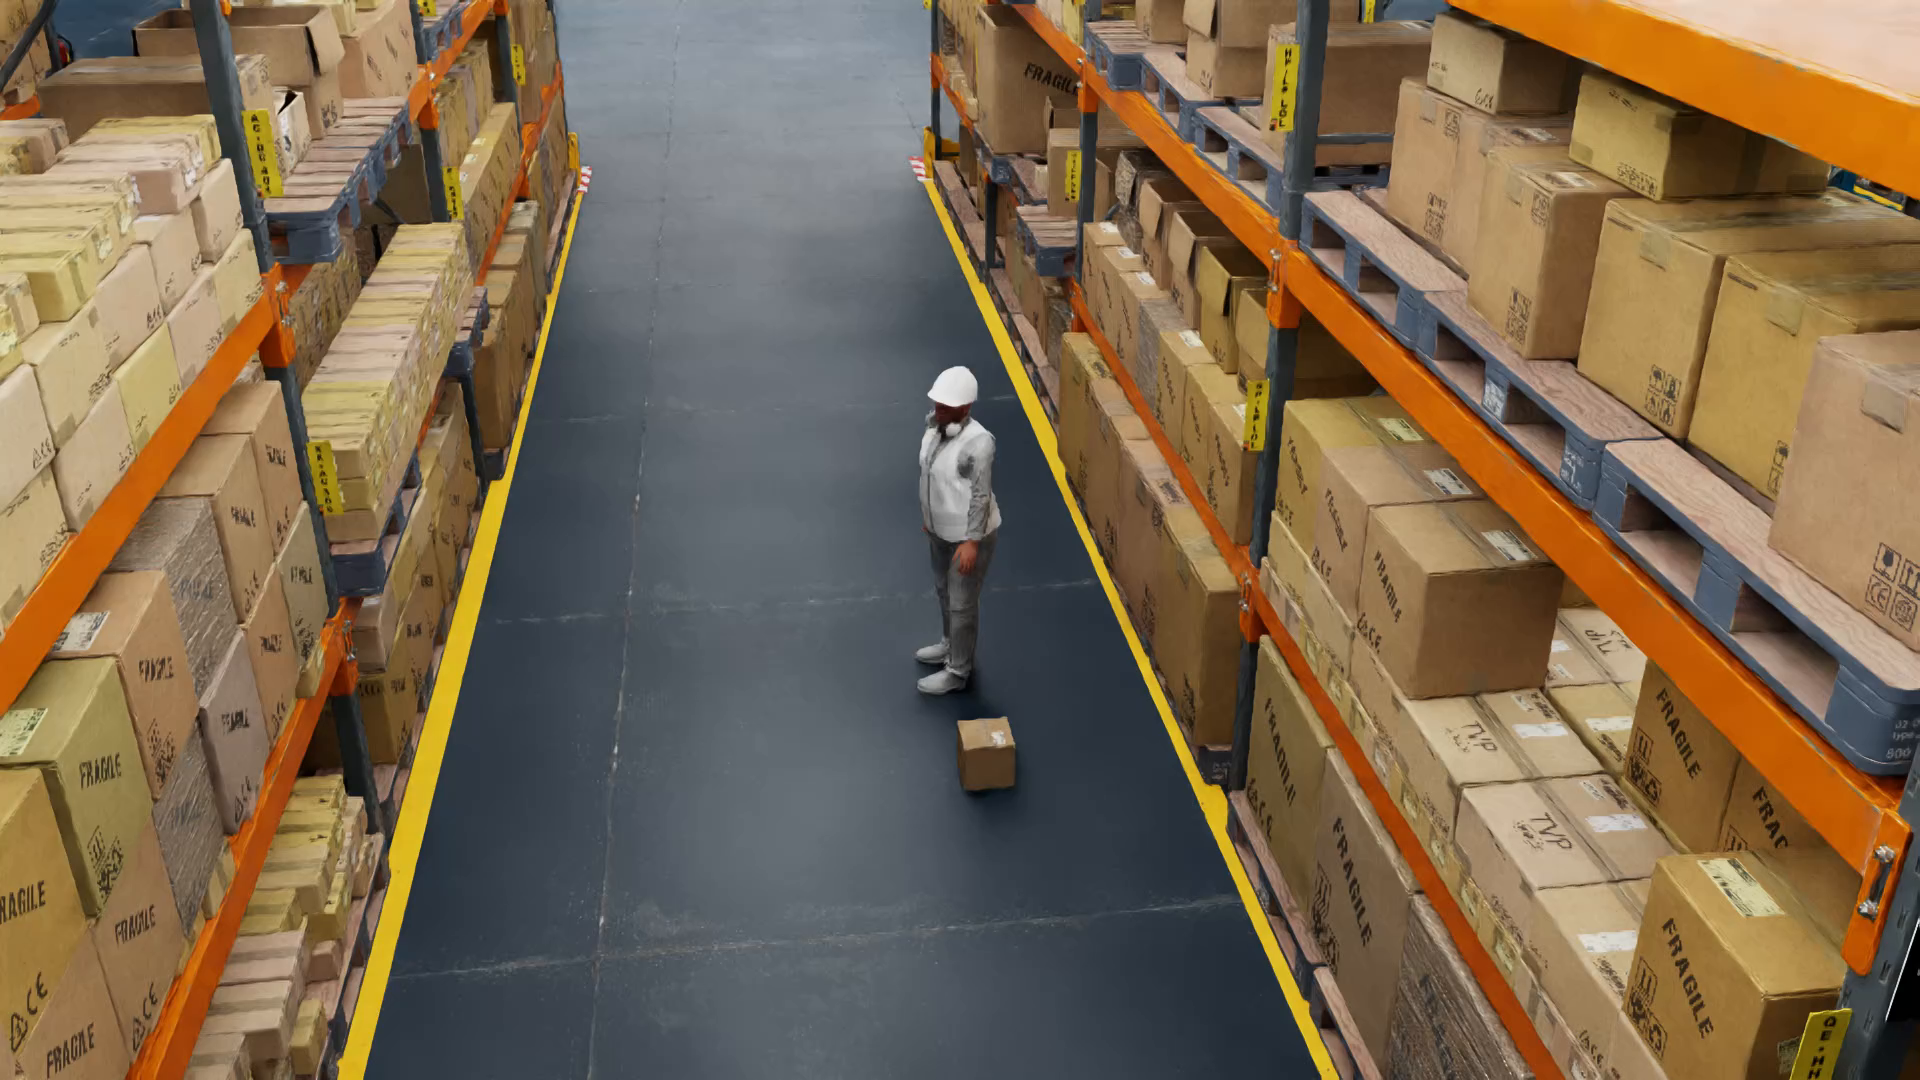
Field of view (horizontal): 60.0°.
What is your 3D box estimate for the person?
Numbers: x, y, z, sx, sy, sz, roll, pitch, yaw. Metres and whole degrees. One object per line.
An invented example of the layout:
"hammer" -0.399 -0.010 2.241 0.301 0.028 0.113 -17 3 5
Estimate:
"person" -0.092 -0.060 8.666 0.521 1.774 0.580 -17 31 -29
